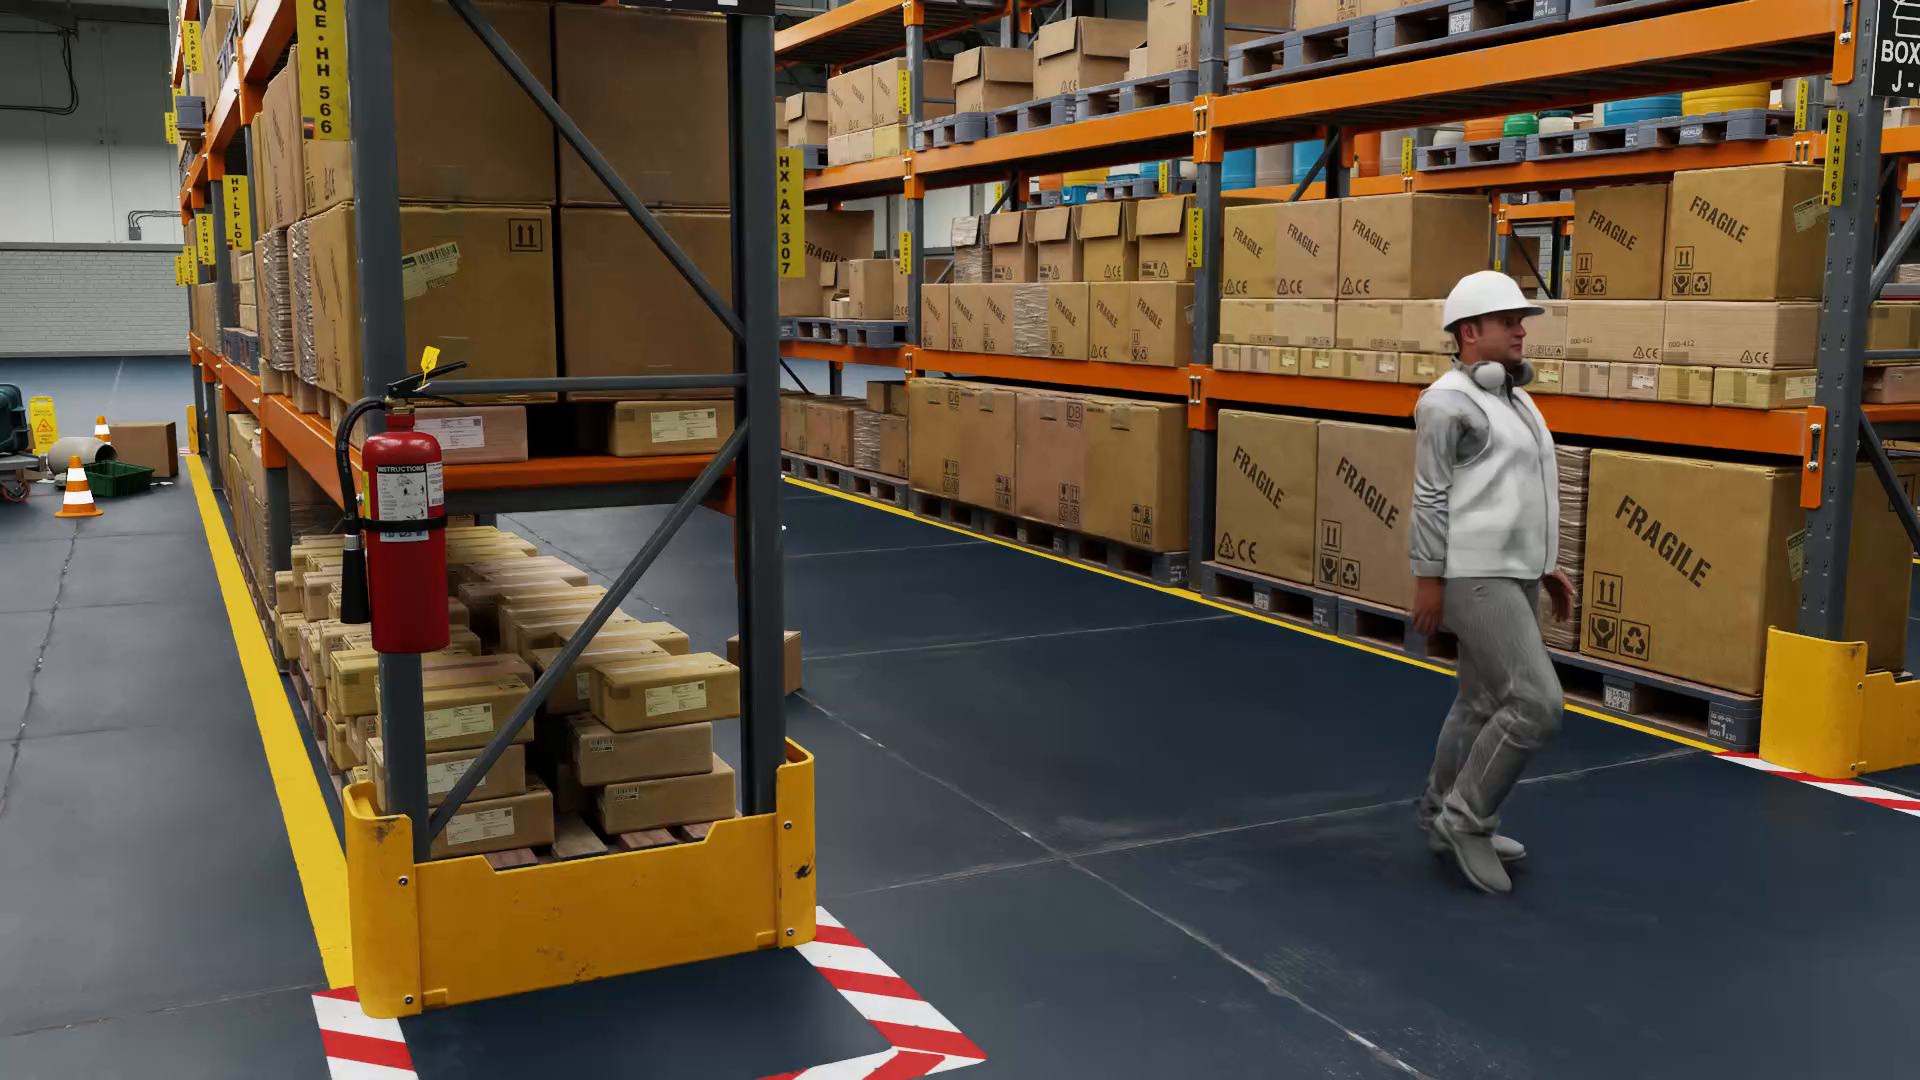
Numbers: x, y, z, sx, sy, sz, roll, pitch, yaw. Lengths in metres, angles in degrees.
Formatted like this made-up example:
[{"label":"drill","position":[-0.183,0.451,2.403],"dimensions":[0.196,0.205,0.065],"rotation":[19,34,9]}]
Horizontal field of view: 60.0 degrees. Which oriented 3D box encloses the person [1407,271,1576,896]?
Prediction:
[{"label":"person","position":[1.600,0.125,4.884],"dimensions":[0.483,1.810,0.539],"rotation":[7,11,39]}]
